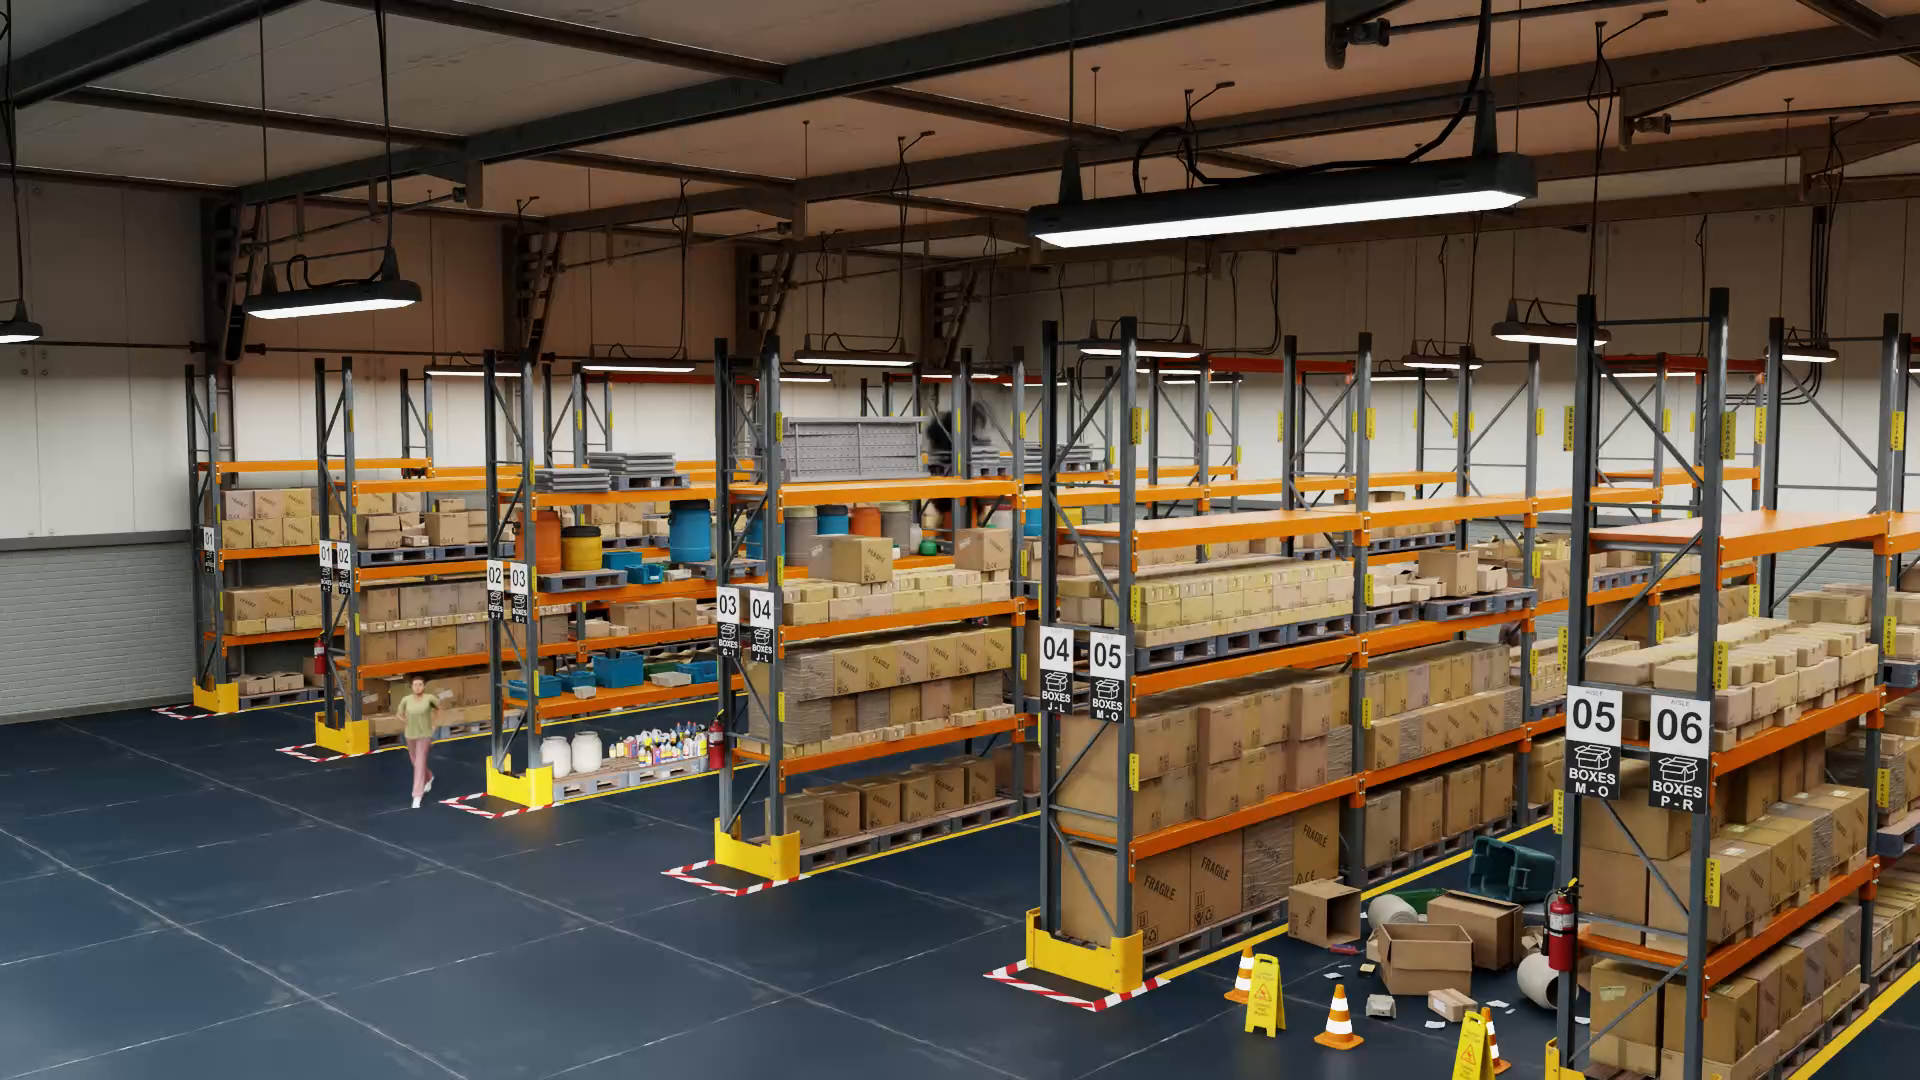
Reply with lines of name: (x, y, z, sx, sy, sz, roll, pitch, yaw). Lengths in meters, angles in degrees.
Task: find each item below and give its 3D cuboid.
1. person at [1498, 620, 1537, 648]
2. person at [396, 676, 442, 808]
person: (9.874, 2.054, 29.342, 0.729, 1.721, 0.595, 0, 4, 6)
person: (-7.203, 2.635, 22.098, 0.560, 1.690, 0.898, 0, 4, -3)
